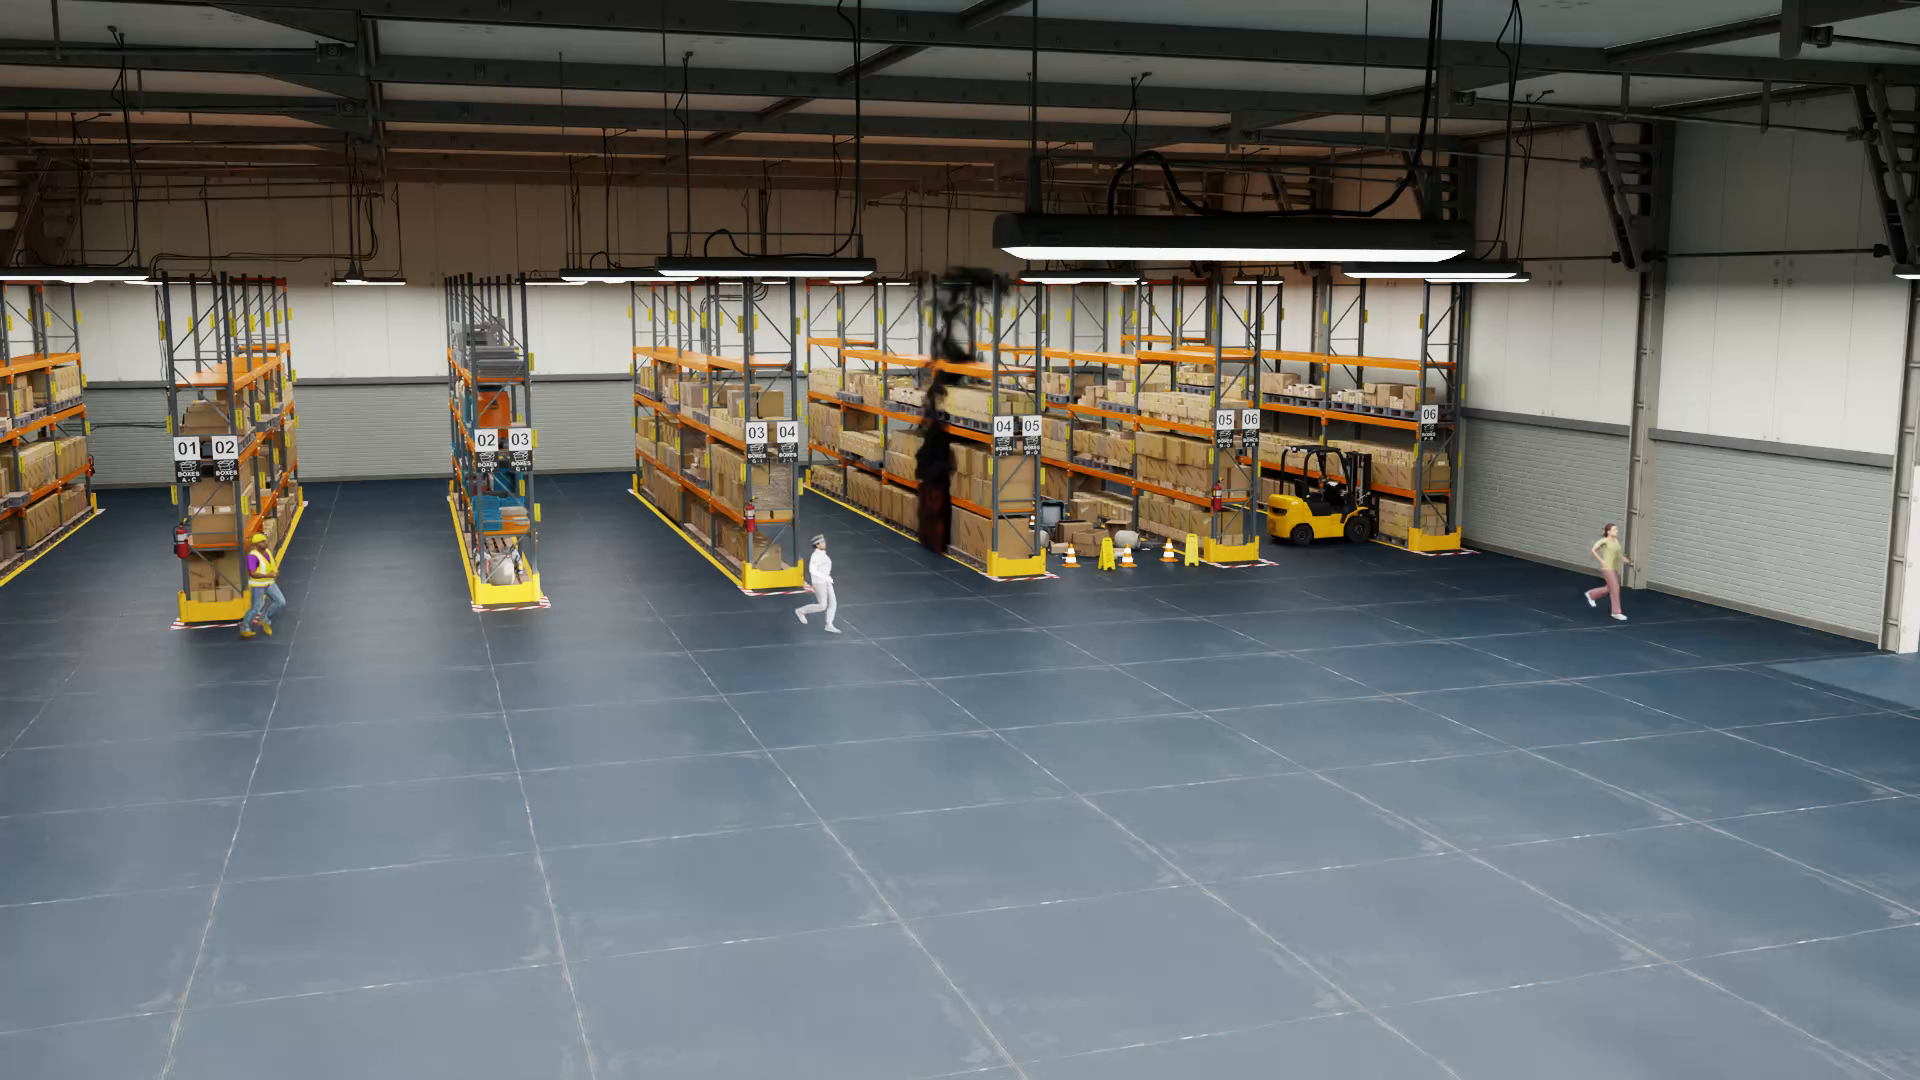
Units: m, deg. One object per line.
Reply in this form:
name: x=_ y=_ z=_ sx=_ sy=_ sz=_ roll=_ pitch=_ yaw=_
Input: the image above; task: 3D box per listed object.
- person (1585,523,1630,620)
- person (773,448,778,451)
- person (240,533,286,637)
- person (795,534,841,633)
person: x=11.359 y=0.538 z=29.171 sx=0.579 sy=1.649 sz=0.879 roll=-6 pitch=10 yaw=-35
person: x=-5.640 y=-2.381 z=48.298 sx=0.766 sy=1.708 sz=0.786 roll=4 pitch=9 yaw=24
person: x=-11.454 y=0.734 z=27.356 sx=0.837 sy=1.722 sz=0.720 roll=3 pitch=9 yaw=18
person: x=-2.369 y=0.728 z=27.872 sx=0.775 sy=1.678 sz=0.628 roll=2 pitch=9 yaw=12
